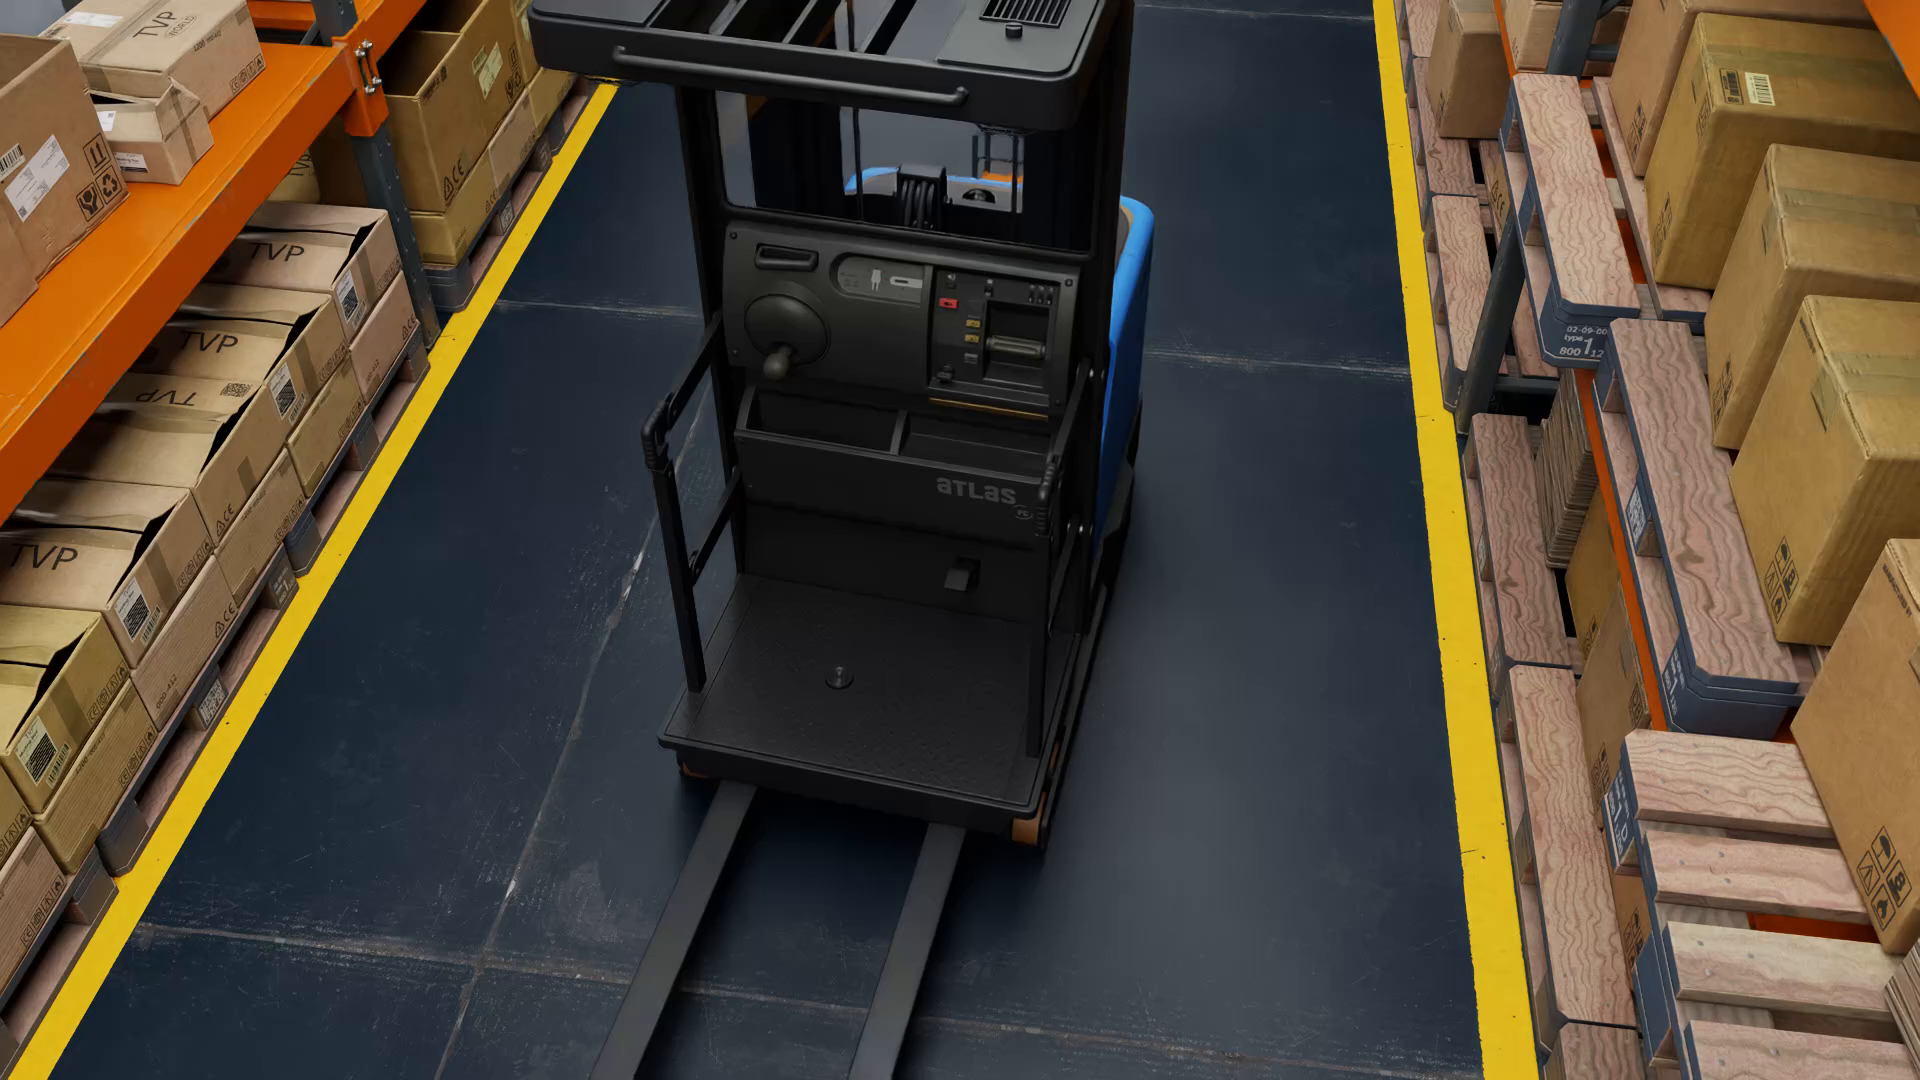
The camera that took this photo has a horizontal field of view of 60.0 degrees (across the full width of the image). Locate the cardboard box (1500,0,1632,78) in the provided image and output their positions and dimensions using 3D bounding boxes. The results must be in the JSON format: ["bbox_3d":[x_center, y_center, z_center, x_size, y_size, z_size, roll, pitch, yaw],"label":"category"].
[{"bbox_3d":[2.105,-1.774,5.536,0.500,0.250,0.500,5,44,6],"label":"cardboard box"}]

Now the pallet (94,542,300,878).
[{"bbox_3d":[-2.785,0.434,5.138,1.003,0.211,1.213,5,44,6],"label":"pallet"}]

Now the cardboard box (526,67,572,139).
[{"bbox_3d":[-2.063,-2.041,7.419,0.500,0.250,0.500,5,44,6],"label":"cardboard box"}]

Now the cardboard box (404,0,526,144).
[{"bbox_3d":[-2.137,-1.974,6.802,0.500,0.500,0.500,5,44,6],"label":"cardboard box"}]

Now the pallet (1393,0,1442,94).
[{"bbox_3d":[2.720,-2.582,8.323,1.003,0.211,1.213,5,44,6],"label":"pallet"}]

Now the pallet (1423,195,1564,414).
[{"bbox_3d":[2.397,-0.919,6.567,1.003,0.211,1.213,5,44,6],"label":"pallet"}]

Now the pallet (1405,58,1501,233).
[{"bbox_3d":[2.556,-1.753,7.448,1.003,0.211,1.213,5,44,6],"label":"pallet"}]

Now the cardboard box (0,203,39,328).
[{"bbox_3d":[-2.821,-0.732,4.269,0.500,0.500,0.500,5,44,6],"label":"cardboard box"}]

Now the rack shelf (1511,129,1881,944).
[{"bbox_3d":[2.079,0.154,3.929,1.077,0.370,4.000,5,44,6],"label":"rack shelf"}]

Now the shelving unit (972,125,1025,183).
[{"bbox_3d":[0.180,-0.927,5.857,0.258,1.200,0.189,10,44,10],"label":"shelving unit"}]

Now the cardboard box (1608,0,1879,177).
[{"bbox_3d":[2.242,-1.323,4.573,0.700,0.500,0.500,5,44,6],"label":"cardboard box"}]

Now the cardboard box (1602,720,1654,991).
[{"bbox_3d":[2.079,0.826,4.194,0.700,0.500,0.500,5,44,5],"label":"cardboard box"}]

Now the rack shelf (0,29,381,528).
[{"bbox_3d":[-2.832,-0.294,4.402,1.077,0.370,4.000,5,44,6],"label":"rack shelf"}]

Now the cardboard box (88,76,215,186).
[{"bbox_3d":[-2.502,-1.254,4.990,0.396,0.266,0.258,4,44,4],"label":"cardboard box"}]

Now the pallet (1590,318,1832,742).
[{"bbox_3d":[2.036,-0.028,3.737,1.003,0.211,1.213,5,44,6],"label":"pallet"}]

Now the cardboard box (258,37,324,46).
[{"bbox_3d":[-2.645,-2.020,6.851,0.500,0.500,0.500,5,44,6],"label":"cardboard box"}]

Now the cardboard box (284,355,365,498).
[{"bbox_3d":[-2.404,-0.419,5.705,0.500,0.250,0.500,5,44,5],"label":"cardboard box"}]

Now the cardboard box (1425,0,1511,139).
[{"bbox_3d":[2.470,-2.101,7.286,0.700,0.500,0.500,3,44,3],"label":"cardboard box"}]

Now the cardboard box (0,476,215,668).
[{"bbox_3d":[-2.538,0.063,4.788,0.500,0.311,0.500,5,44,5],"label":"cardboard box"}]

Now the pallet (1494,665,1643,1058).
[{"bbox_3d":[2.083,0.907,4.639,1.003,0.211,1.213,5,44,6],"label":"pallet"}]

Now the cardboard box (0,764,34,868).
[{"bbox_3d":[-2.675,0.761,4.051,0.500,0.311,0.500,4,44,4],"label":"cardboard box"}]

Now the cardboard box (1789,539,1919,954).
[{"bbox_3d":[1.914,0.355,2.801,0.700,0.500,0.500,1,43,2],"label":"cardboard box"}]

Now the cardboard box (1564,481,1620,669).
[{"bbox_3d":[2.244,0.137,4.921,0.700,0.500,0.500,4,44,5],"label":"cardboard box"}]

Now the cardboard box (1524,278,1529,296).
[{"bbox_3d":[2.384,-0.969,6.332,0.380,0.166,0.250,0,43,0],"label":"cardboard box"}]

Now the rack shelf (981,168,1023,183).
[{"bbox_3d":[0.180,-1.156,5.640,0.258,0.103,0.180,10,44,10],"label":"rack shelf"}]

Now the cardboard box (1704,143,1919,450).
[{"bbox_3d":[2.105,-0.491,3.694,0.700,0.500,0.500,11,45,11],"label":"cardboard box"}]

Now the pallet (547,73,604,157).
[{"bbox_3d":[-2.262,-2.278,8.002,1.003,0.211,1.213,5,44,6],"label":"pallet"}]

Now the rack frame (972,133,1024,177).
[{"bbox_3d":[0.158,-0.866,5.792,0.240,1.200,0.006,10,44,10],"label":"rack frame"}]

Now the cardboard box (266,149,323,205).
[{"bbox_3d":[-2.723,-1.408,6.750,0.500,0.250,0.500,5,44,6],"label":"cardboard box"}]

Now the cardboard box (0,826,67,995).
[{"bbox_3d":[-2.670,0.981,4.227,0.500,0.250,0.500,4,44,4],"label":"cardboard box"}]

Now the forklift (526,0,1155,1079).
[{"bbox_3d":[-0.212,-0.479,4.124,1.130,2.935,3.031,10,44,10],"label":"forklift"}]

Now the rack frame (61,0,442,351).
[{"bbox_3d":[-2.567,-1.918,5.594,1.000,3.000,0.127,5,44,6],"label":"rack frame"}]

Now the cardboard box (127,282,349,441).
[{"bbox_3d":[-2.399,-0.619,5.508,0.500,0.311,0.500,6,44,7],"label":"cardboard box"}]

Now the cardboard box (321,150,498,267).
[{"bbox_3d":[-2.206,-1.361,6.700,0.500,0.250,0.500,5,44,6],"label":"cardboard box"}]

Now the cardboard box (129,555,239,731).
[{"bbox_3d":[-2.539,0.277,4.971,0.500,0.250,0.500,6,44,6],"label":"cardboard box"}]
